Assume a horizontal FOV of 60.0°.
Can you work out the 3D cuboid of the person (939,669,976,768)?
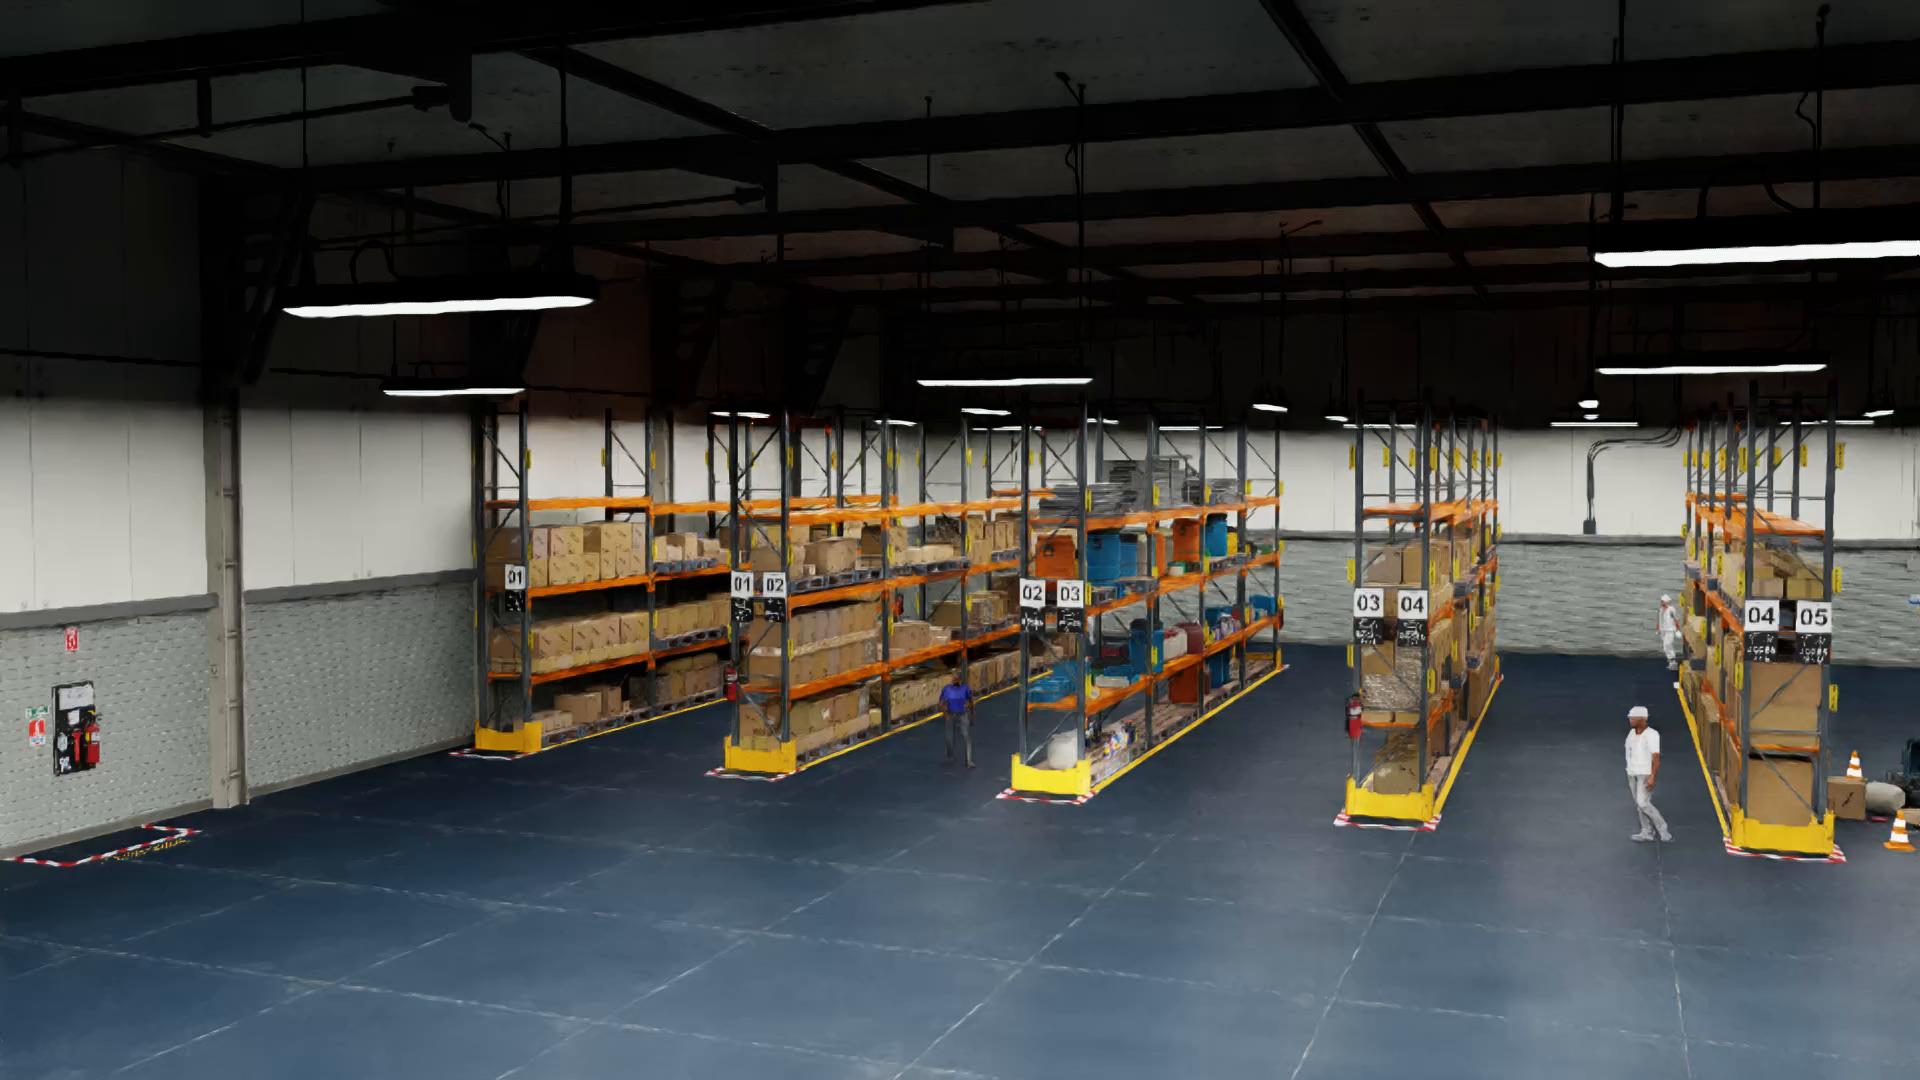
[{"bbox_3d":[-0.027,2.881,27.074,0.621,1.591,0.822,0,3,4],"label":"person"}]

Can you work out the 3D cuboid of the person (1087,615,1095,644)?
[{"bbox_3d":[3.357,1.962,44.971,0.686,1.702,0.788,0,3,0],"label":"person"}]

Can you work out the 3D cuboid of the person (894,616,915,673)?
[{"bbox_3d":[-1.187,2.428,36.219,0.488,1.584,1.089,1,3,19],"label":"person"}]

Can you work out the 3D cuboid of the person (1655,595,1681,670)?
[{"bbox_3d":[16.764,2.184,39.356,0.490,1.773,0.639,-1,3,-16],"label":"person"}]

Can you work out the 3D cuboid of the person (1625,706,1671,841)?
[{"bbox_3d":[8.978,3.052,21.734,0.457,1.760,0.714,-1,3,-13],"label":"person"}]
